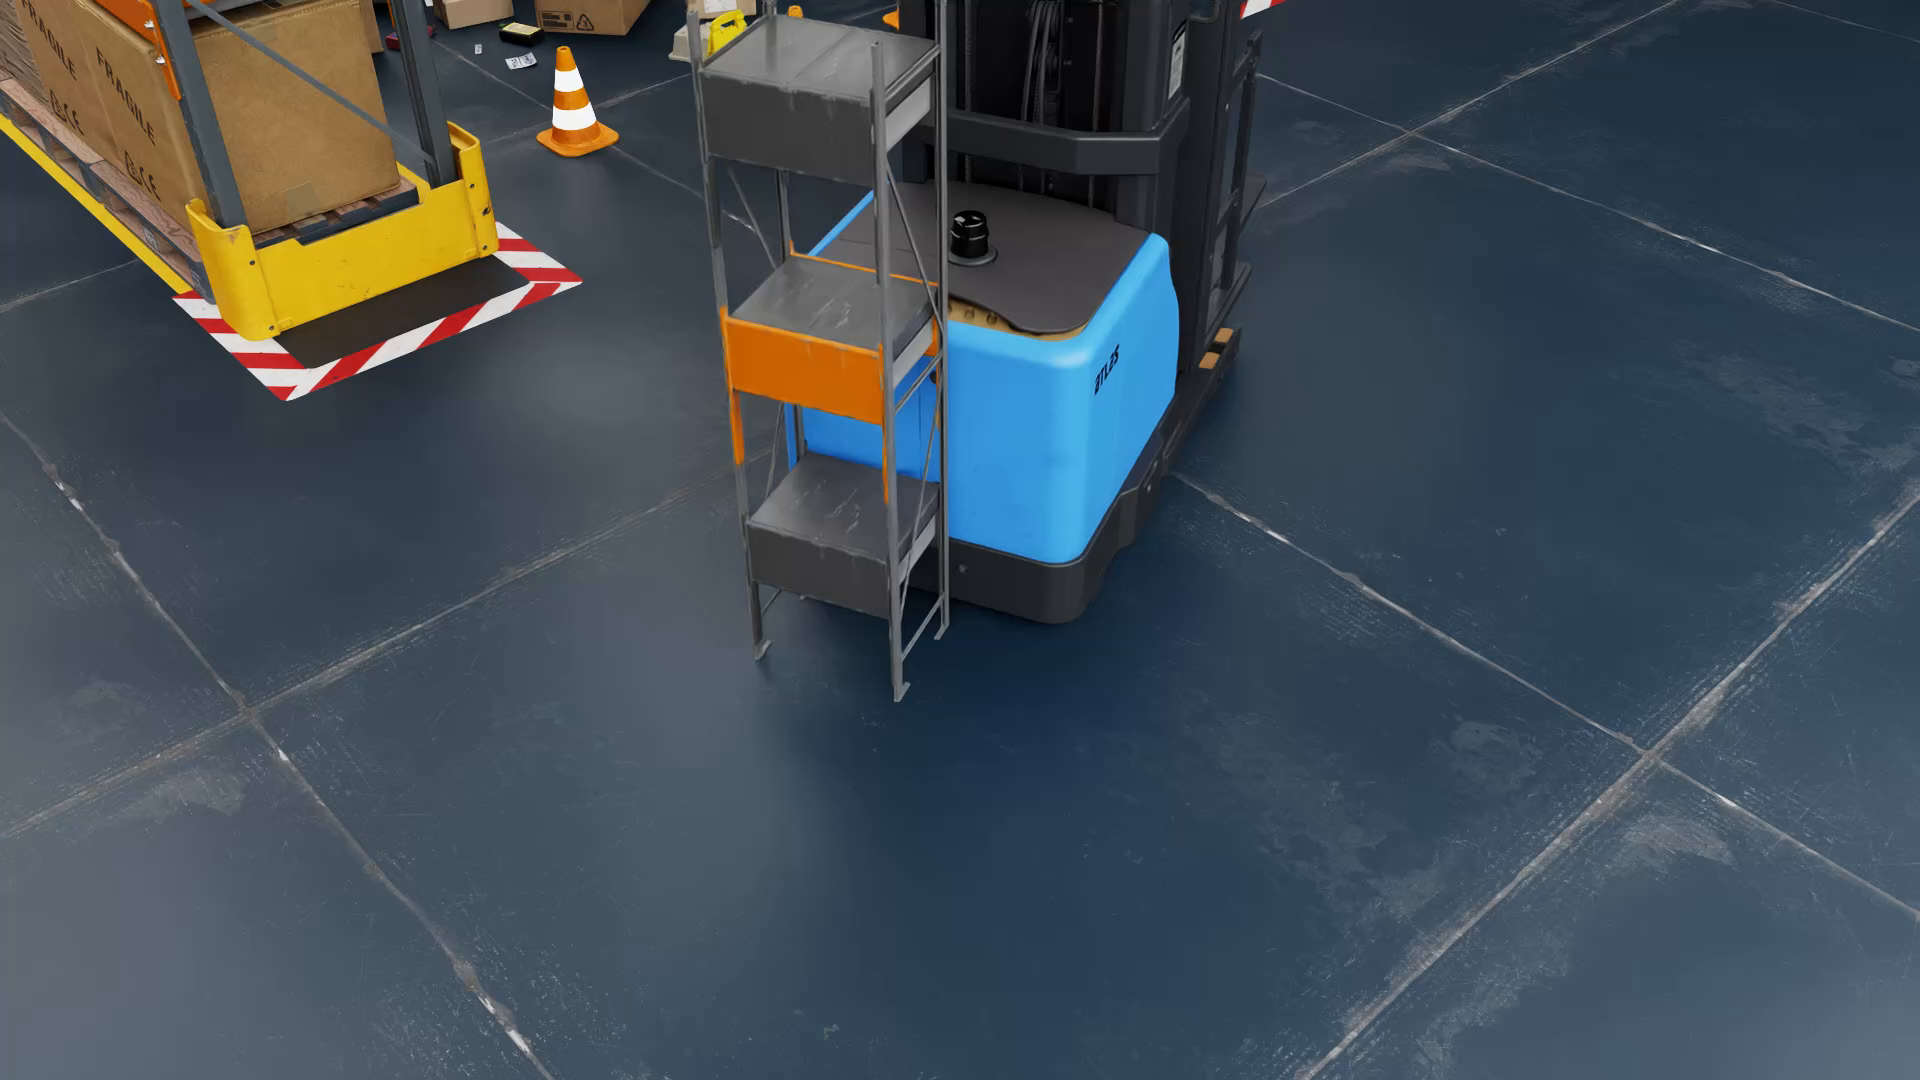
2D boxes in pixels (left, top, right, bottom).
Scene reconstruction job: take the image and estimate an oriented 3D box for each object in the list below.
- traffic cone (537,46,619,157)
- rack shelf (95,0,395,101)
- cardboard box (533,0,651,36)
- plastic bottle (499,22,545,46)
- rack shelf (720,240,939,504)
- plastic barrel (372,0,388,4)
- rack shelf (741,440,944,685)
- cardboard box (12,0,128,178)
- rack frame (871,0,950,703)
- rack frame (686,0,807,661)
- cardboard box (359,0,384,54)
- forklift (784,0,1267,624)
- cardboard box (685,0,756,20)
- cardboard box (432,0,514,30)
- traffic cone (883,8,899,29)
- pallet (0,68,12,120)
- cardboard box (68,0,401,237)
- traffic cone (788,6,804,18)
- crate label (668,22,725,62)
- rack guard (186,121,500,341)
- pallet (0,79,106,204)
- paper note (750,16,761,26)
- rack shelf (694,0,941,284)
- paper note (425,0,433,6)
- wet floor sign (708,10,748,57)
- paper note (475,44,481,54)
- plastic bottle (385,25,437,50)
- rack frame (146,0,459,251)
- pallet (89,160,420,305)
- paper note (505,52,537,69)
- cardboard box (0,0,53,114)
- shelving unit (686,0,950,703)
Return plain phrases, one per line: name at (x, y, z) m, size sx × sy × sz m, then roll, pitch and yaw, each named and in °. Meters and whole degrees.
traffic cone at (-1.883, -2.158, 8.053) m, size 0.336 × 0.463 × 0.334 m, roll -30°, pitch 48°, yaw -32°
rack shelf at (-3.923, -2.941, 7.577) m, size 1.077 × 0.370 × 4.000 m, roll -30°, pitch 48°, yaw -32°
cardboard box at (-2.045, -3.211, 9.326) m, size 0.637 × 0.503 × 0.797 m, roll 5°, pitch 39°, yaw 6°
plastic bottle at (-2.439, -2.792, 9.158) m, size 0.283 × 0.061 × 0.133 m, roll 18°, pitch 42°, yaw 21°
rack shelf at (-0.344, -0.479, 4.694) m, size 0.480 × 0.518 × 0.431 m, roll 15°, pitch 41°, yaw 18°
plastic barrel at (-3.378, -3.271, 9.463) m, size 0.512 × 0.421 × 0.421 m, roll -2°, pitch 39°, yaw -2°
rack shelf at (-0.344, 0.066, 5.133) m, size 0.480 × 0.518 × 0.431 m, roll 15°, pitch 41°, yaw 18°
cardboard box at (-3.674, -2.324, 7.597) m, size 0.875 × 0.875 × 0.875 m, roll -31°, pitch 48°, yaw -32°
rack frame at (-0.119, -0.430, 4.611) m, size 0.015 × 2.100 × 0.400 m, roll 15°, pitch 41°, yaw 18°
rack frame at (-0.568, -0.549, 4.759) m, size 0.015 × 2.100 × 0.400 m, roll 15°, pitch 41°, yaw 18°
cardboard box at (-3.469, -2.893, 8.932) m, size 0.500 × 0.500 × 0.500 m, roll -22°, pitch 44°, yaw -25°
forklift at (0.465, -1.799, 5.645) m, size 1.130 × 2.935 × 3.031 m, roll 15°, pitch 41°, yaw 18°
cardboard box at (-1.366, -3.084, 9.451) m, size 0.380 × 0.149 × 0.250 m, roll -8°, pitch 40°, yaw -10°
cardboard box at (-2.756, -3.070, 9.340) m, size 0.396 × 0.266 × 0.258 m, roll -22°, pitch 44°, yaw -25°
traffic cone at (-0.233, -3.109, 9.232) m, size 0.336 × 0.463 × 0.334 m, roll -30°, pitch 48°, yaw -32°
pallet at (-4.819, -2.676, 8.896) m, size 1.003 × 0.211 × 1.213 m, roll -30°, pitch 48°, yaw -32°
cardboard box at (-3.077, -1.918, 7.094) m, size 0.875 × 0.875 × 0.875 m, roll -30°, pitch 47°, yaw -32°
traffic cone at (-0.821, -2.480, 8.453) m, size 0.336 × 0.463 × 0.334 m, roll -30°, pitch 48°, yaw -32°
crate label at (-1.398, -2.691, 8.973) m, size 0.298 × 0.136 × 0.250 m, roll 11°, pitch 40°, yaw 13°
rack guard at (-2.554, -1.312, 6.976) m, size 1.175 × 0.500 × 0.348 m, roll -30°, pitch 48°, yaw -32°
pallet at (-3.989, -2.112, 8.197) m, size 1.003 × 0.211 × 1.213 m, roll -30°, pitch 48°, yaw -32°
paper note at (-1.098, -2.882, 9.294) m, size 0.142 × 0.019 × 0.148 m, roll 18°, pitch 42°, yaw 21°
rack shelf at (-0.344, -1.024, 4.254) m, size 0.480 × 0.518 × 0.431 m, roll 15°, pitch 41°, yaw 18°
paper note at (-3.009, -3.137, 9.617) m, size 0.172 × 0.023 × 0.155 m, roll -15°, pitch 41°, yaw -17°
wet floor sign at (-1.092, -2.207, 7.970) m, size 0.232 × 0.644 × 0.267 m, roll 26°, pitch 45°, yaw 28°
paper note at (-2.622, -2.673, 9.051) m, size 0.032 × 0.001 × 0.123 m, roll -8°, pitch 40°, yaw -10°
plastic bottle at (-3.009, -2.775, 9.137) m, size 0.133 × 0.061 × 0.283 m, roll 18°, pitch 42°, yaw 21°
rack frame at (-2.570, -2.295, 6.205) m, size 1.000 × 3.000 × 0.127 m, roll -30°, pitch 48°, yaw -32°
pallet at (-3.168, -1.547, 7.498) m, size 1.003 × 0.211 × 1.213 m, roll -30°, pitch 48°, yaw -32°
paper note at (-2.352, -2.567, 8.906) m, size 0.144 × 0.017 × 0.142 m, roll -15°, pitch 41°, yaw -17°
cardboard box at (-4.289, -2.747, 8.121) m, size 0.875 × 0.875 × 0.875 m, roll -30°, pitch 47°, yaw -31°
shelving unit at (-0.344, -0.490, 4.685) m, size 0.503 × 2.100 × 0.431 m, roll 15°, pitch 41°, yaw 18°
